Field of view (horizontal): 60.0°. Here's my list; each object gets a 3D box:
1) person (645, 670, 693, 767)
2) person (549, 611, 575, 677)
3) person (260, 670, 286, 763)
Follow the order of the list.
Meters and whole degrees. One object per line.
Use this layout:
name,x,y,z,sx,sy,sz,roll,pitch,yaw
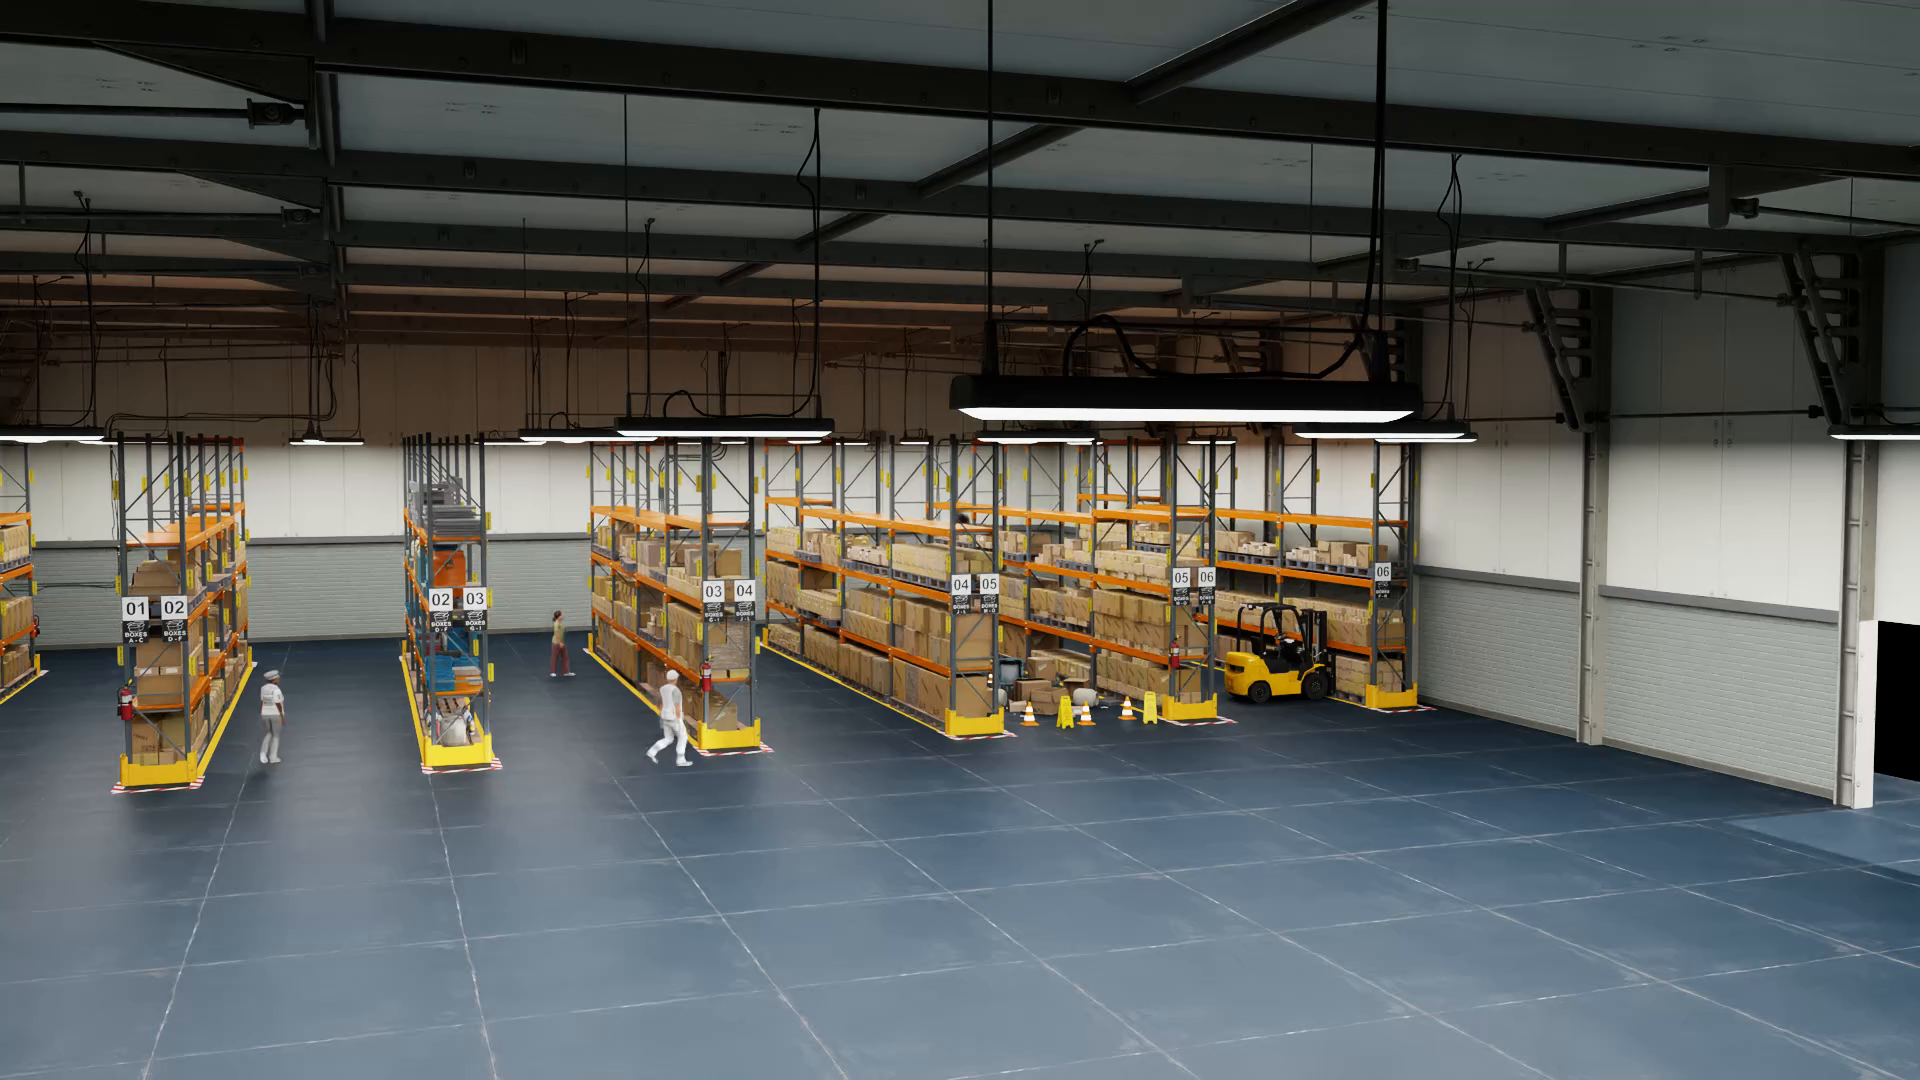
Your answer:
person,-5.178,3.194,29.670,0.842,1.753,0.615,-2,4,-35
person,-10.011,2.595,41.590,0.604,1.657,0.498,1,3,15
person,-12.448,3.201,30.111,0.465,1.693,0.427,1,3,11
